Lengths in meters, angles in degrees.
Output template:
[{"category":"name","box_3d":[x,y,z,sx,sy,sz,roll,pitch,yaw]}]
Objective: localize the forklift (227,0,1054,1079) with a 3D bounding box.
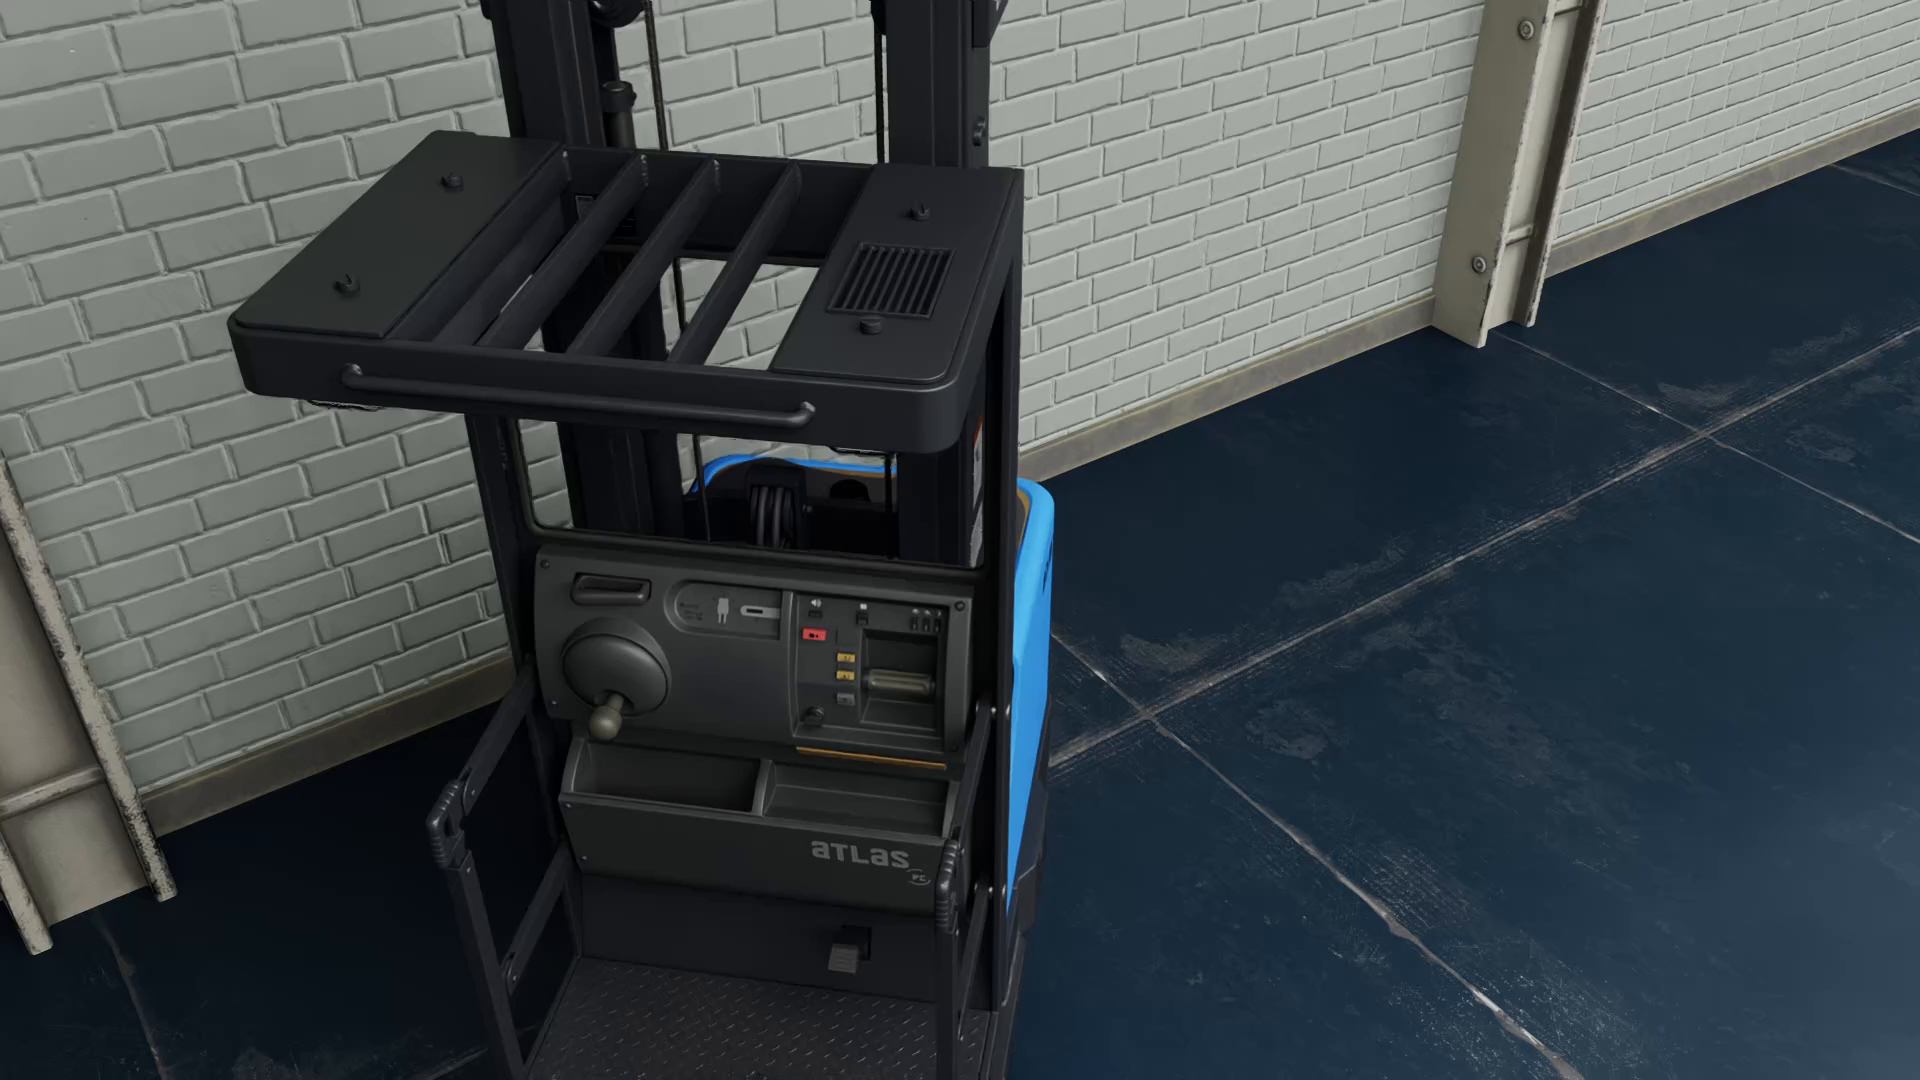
[{"category":"forklift","box_3d":[-0.471,0.314,3.303,1.130,2.935,3.031,5,36,8]}]

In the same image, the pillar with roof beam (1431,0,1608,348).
[{"category":"pillar with roof beam","box_3d":[4.868,-2.596,2.153,0.400,9.000,9.100,-22,41,-28]}]
